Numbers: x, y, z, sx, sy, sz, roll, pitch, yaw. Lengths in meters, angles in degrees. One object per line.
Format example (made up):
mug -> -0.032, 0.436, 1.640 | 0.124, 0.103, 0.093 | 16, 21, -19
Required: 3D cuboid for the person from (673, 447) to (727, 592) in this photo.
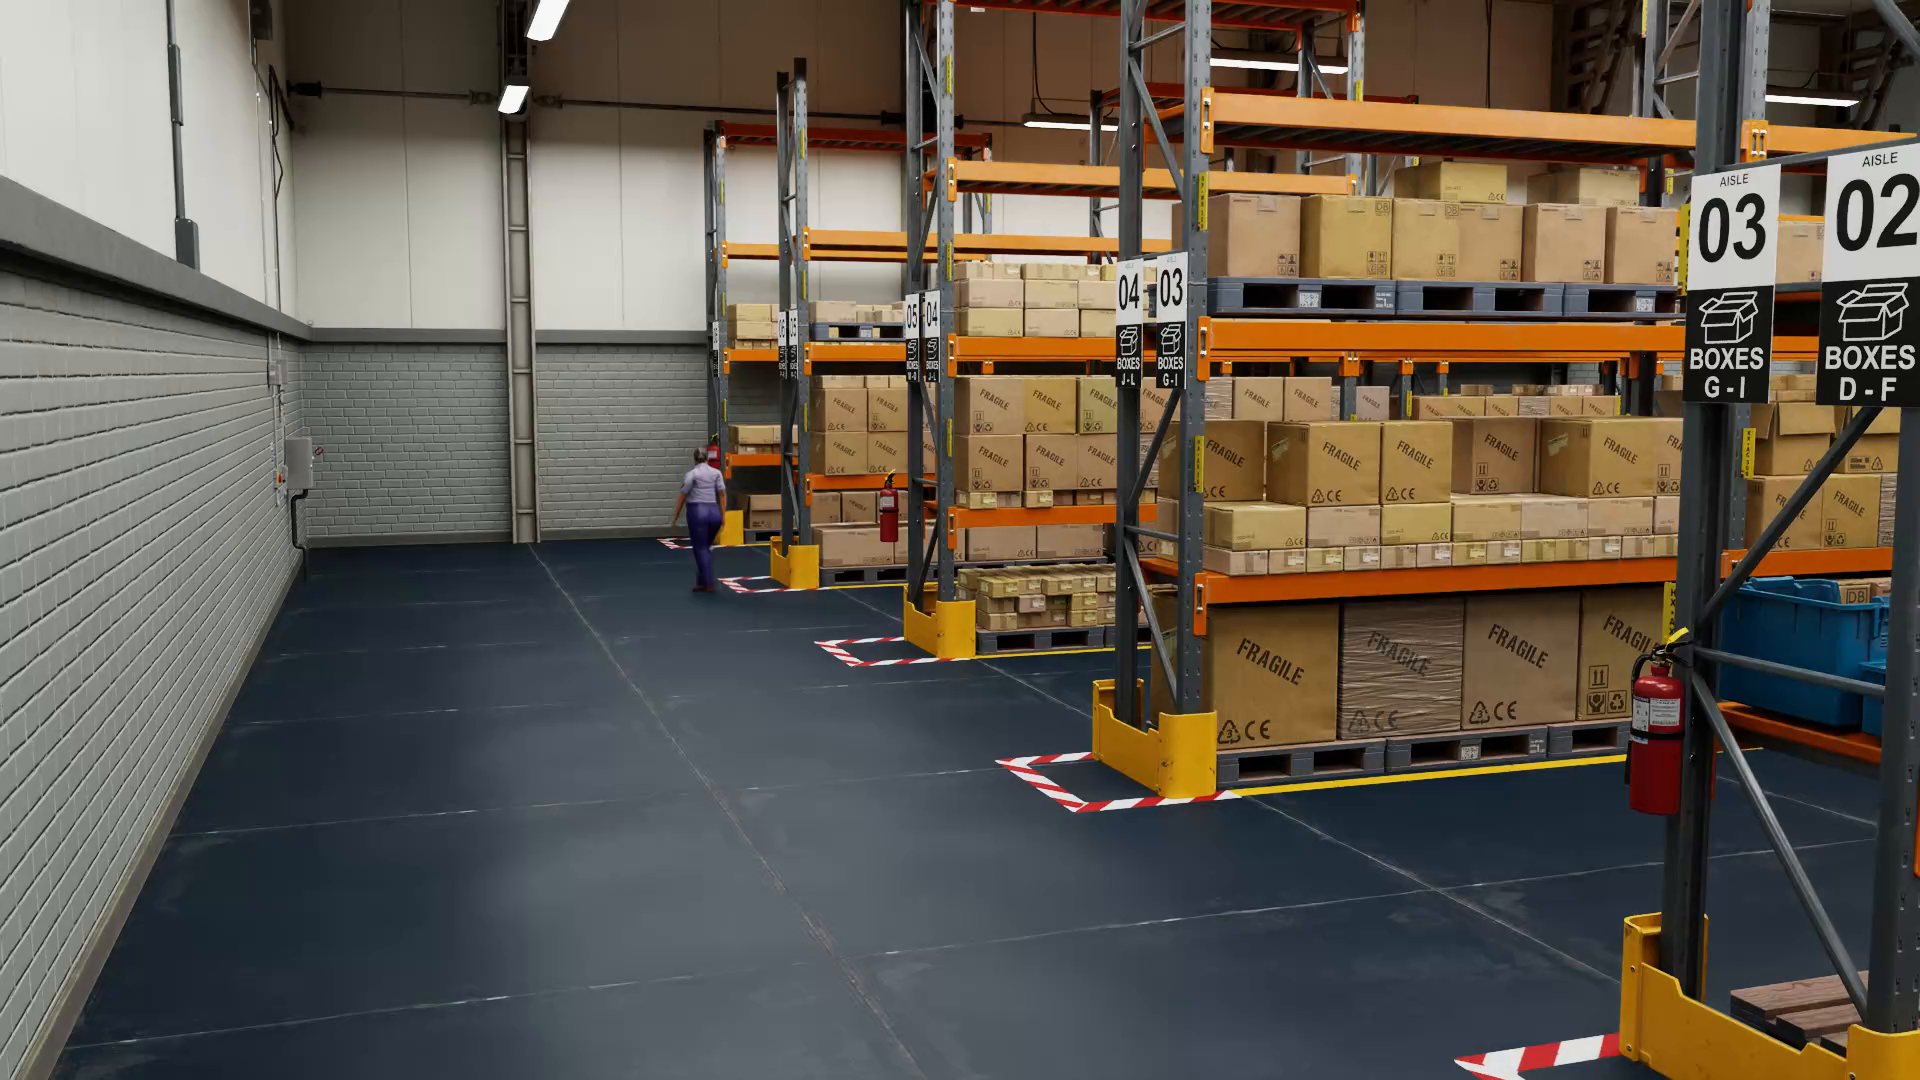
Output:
person -> -2.905, -0.183, 18.755 | 0.501, 1.702, 0.595 | -5, 8, -43
